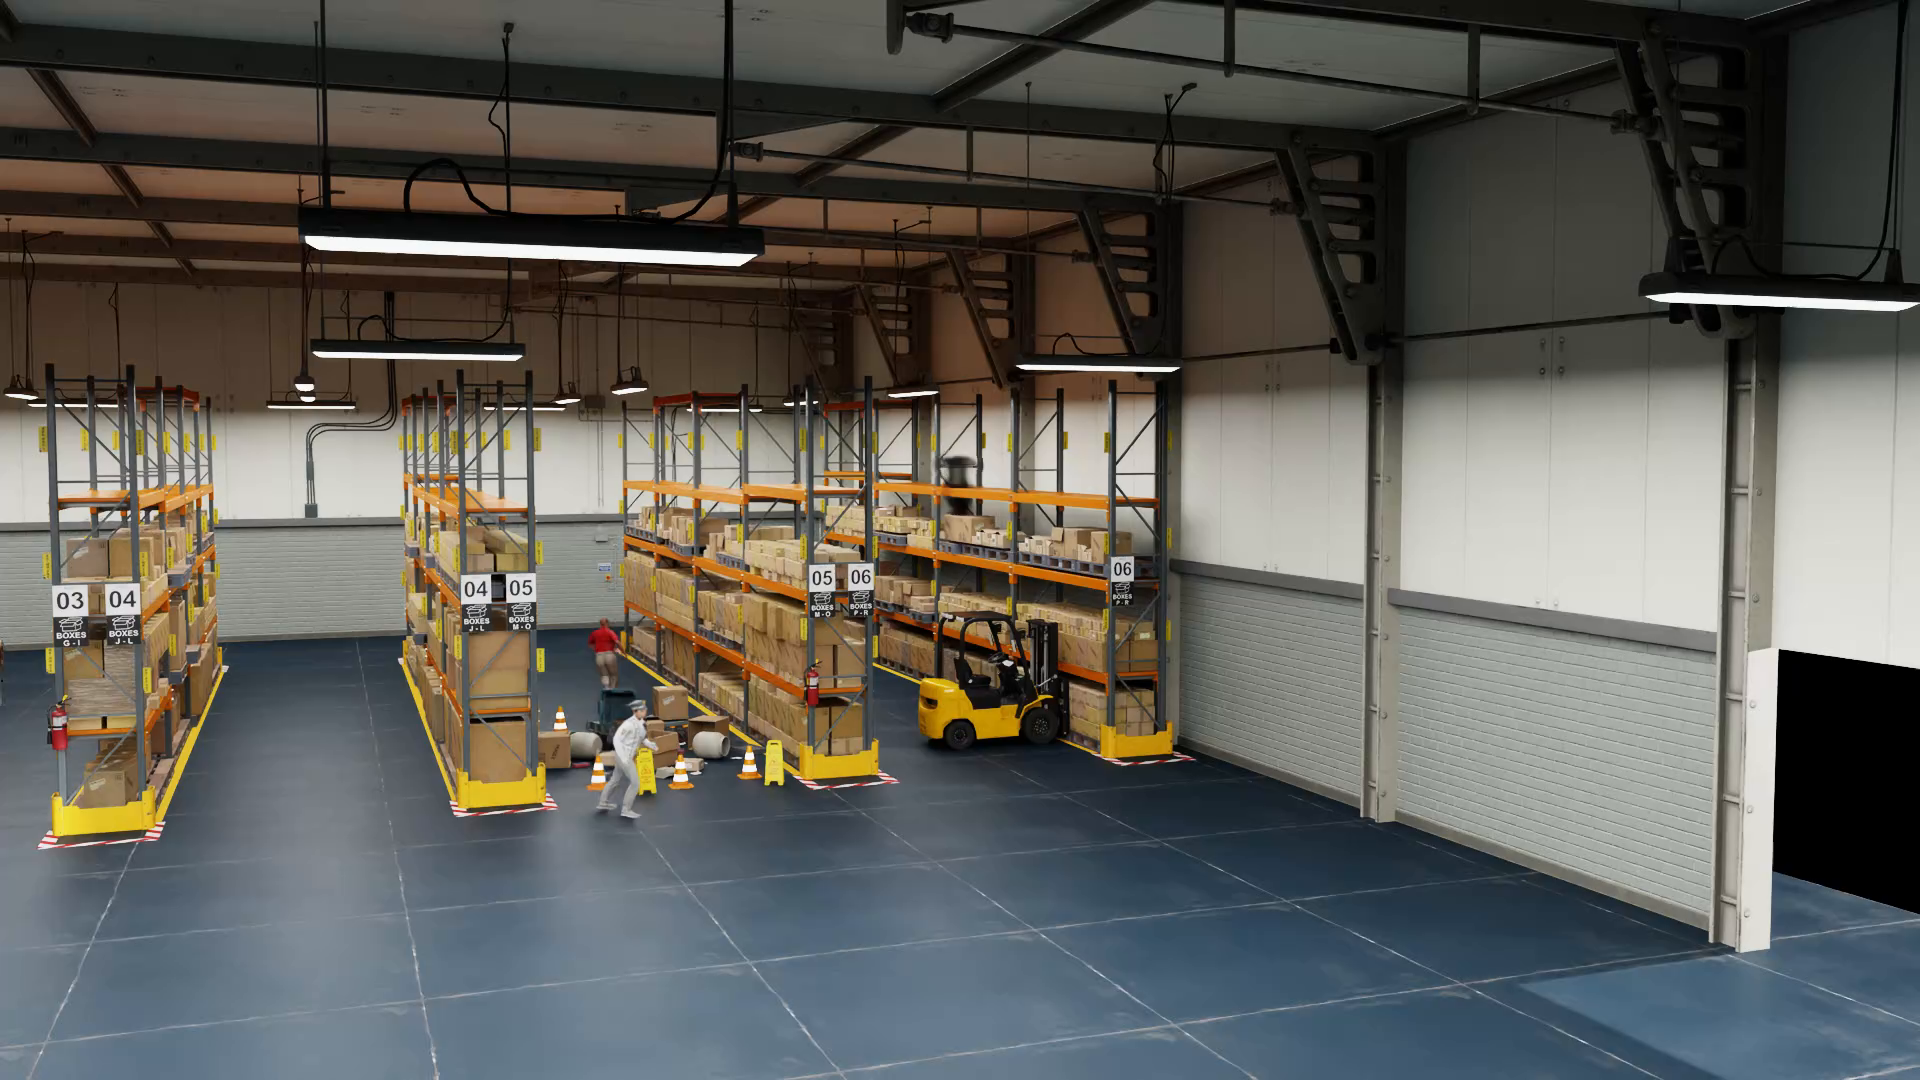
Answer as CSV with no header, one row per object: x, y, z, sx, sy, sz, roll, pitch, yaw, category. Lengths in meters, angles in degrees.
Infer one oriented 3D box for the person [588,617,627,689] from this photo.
-6.861,2.329,32.226,0.760,1.641,0.568,0,3,2,person

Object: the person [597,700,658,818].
-4.474,2.916,22.297,0.854,1.608,0.653,0,3,0,person

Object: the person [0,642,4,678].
-17.686,2.381,30.258,0.530,1.739,0.862,-2,4,-36,person
